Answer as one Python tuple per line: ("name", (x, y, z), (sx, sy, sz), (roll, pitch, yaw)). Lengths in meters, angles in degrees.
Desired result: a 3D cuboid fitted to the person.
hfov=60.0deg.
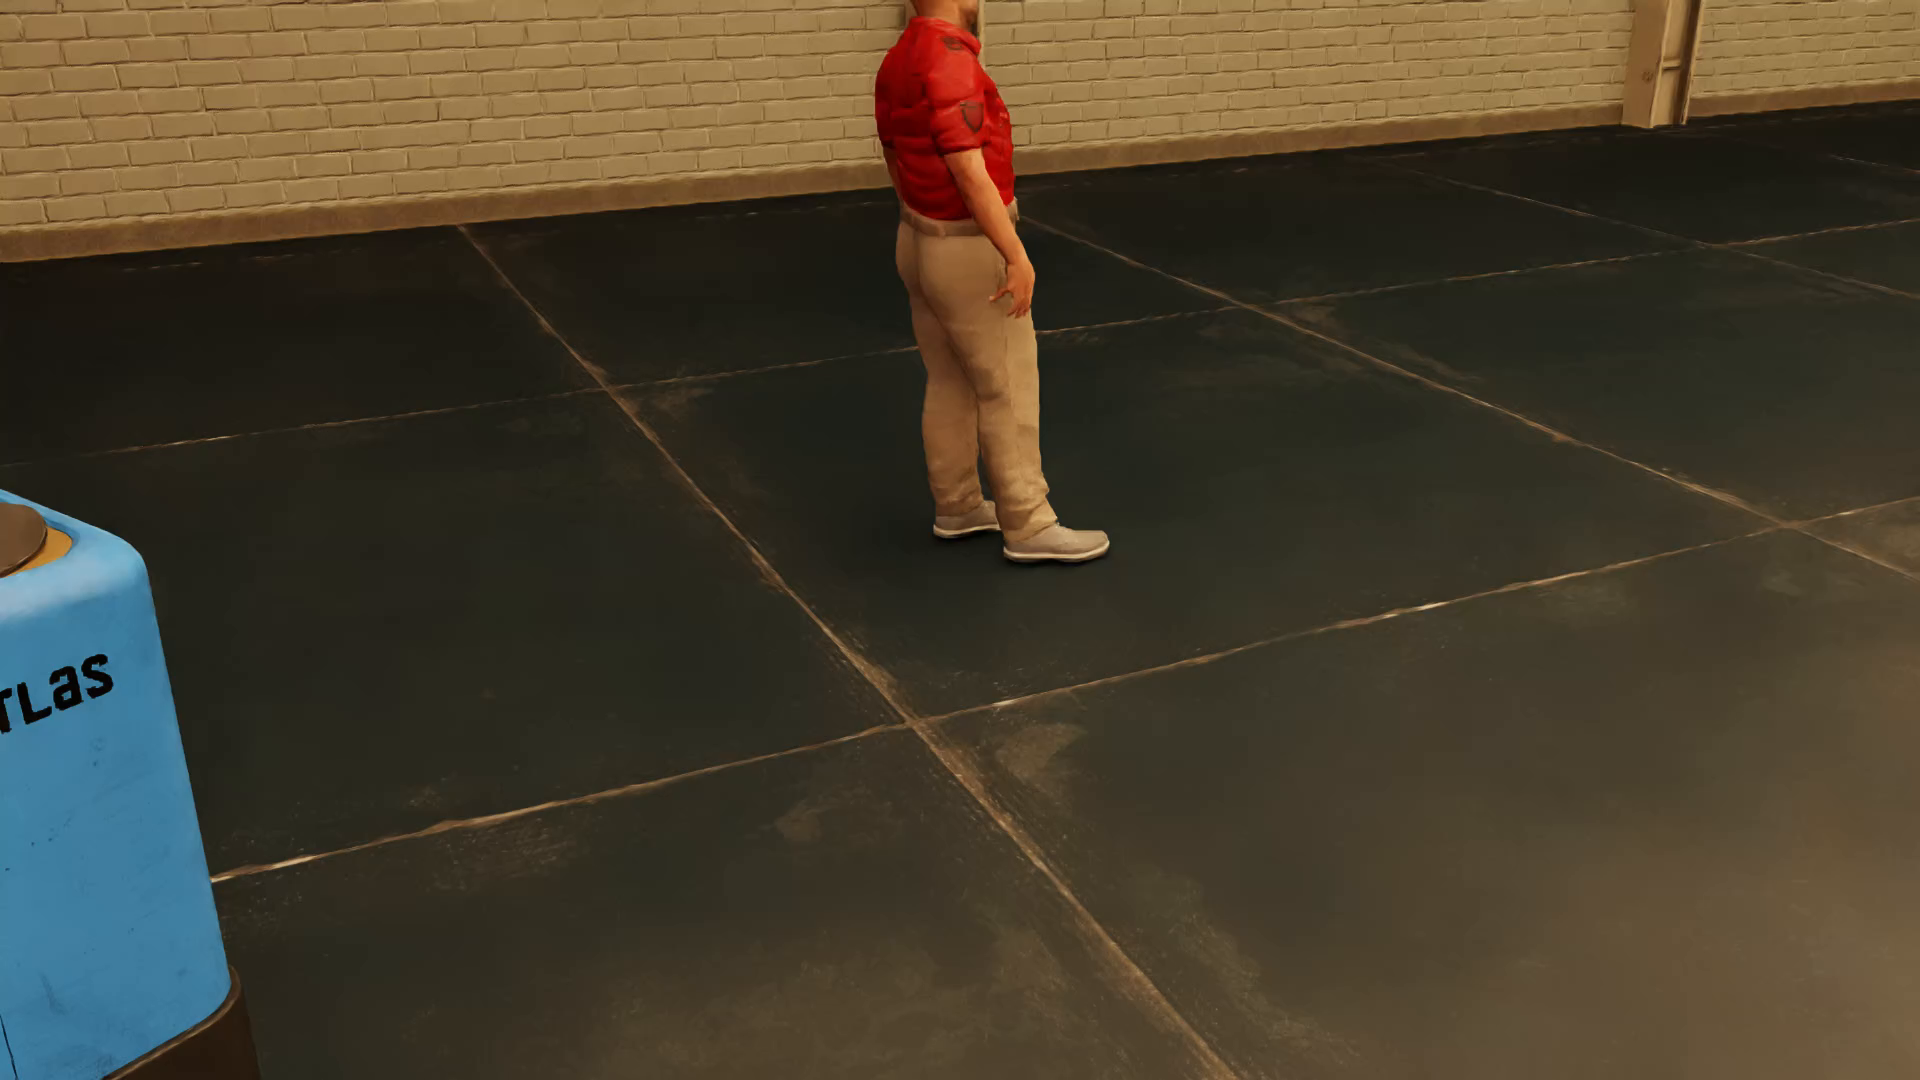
("person", (0.086, -0.816, 4.797), (0.550, 1.727, 0.640), (-10, 25, -23))
